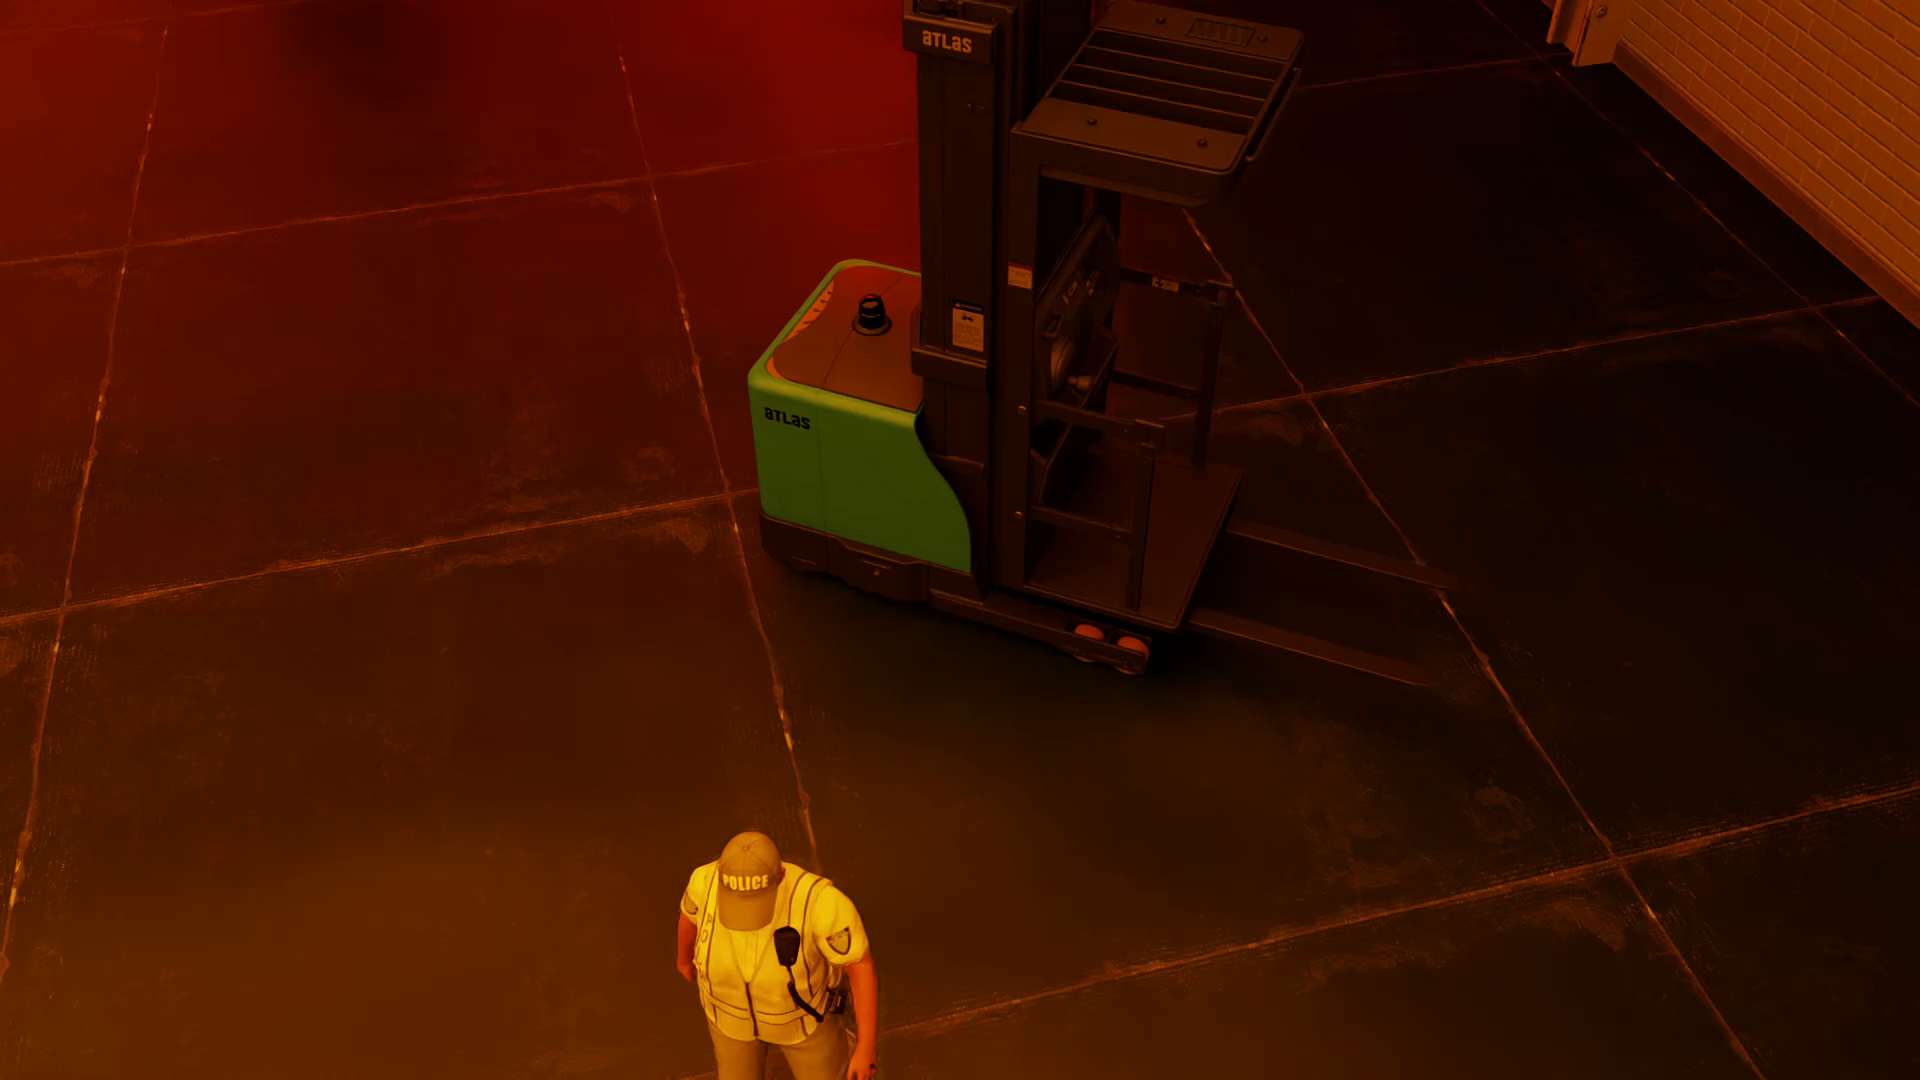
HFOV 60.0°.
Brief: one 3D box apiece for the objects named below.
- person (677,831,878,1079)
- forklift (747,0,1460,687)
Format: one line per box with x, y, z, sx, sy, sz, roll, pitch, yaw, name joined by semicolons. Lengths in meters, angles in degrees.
-0.561;1.401;5.105;0.689;1.647;0.511;6;44;6;person
0.657;-0.903;6.601;3.031;2.935;1.130;15;46;16;forklift
